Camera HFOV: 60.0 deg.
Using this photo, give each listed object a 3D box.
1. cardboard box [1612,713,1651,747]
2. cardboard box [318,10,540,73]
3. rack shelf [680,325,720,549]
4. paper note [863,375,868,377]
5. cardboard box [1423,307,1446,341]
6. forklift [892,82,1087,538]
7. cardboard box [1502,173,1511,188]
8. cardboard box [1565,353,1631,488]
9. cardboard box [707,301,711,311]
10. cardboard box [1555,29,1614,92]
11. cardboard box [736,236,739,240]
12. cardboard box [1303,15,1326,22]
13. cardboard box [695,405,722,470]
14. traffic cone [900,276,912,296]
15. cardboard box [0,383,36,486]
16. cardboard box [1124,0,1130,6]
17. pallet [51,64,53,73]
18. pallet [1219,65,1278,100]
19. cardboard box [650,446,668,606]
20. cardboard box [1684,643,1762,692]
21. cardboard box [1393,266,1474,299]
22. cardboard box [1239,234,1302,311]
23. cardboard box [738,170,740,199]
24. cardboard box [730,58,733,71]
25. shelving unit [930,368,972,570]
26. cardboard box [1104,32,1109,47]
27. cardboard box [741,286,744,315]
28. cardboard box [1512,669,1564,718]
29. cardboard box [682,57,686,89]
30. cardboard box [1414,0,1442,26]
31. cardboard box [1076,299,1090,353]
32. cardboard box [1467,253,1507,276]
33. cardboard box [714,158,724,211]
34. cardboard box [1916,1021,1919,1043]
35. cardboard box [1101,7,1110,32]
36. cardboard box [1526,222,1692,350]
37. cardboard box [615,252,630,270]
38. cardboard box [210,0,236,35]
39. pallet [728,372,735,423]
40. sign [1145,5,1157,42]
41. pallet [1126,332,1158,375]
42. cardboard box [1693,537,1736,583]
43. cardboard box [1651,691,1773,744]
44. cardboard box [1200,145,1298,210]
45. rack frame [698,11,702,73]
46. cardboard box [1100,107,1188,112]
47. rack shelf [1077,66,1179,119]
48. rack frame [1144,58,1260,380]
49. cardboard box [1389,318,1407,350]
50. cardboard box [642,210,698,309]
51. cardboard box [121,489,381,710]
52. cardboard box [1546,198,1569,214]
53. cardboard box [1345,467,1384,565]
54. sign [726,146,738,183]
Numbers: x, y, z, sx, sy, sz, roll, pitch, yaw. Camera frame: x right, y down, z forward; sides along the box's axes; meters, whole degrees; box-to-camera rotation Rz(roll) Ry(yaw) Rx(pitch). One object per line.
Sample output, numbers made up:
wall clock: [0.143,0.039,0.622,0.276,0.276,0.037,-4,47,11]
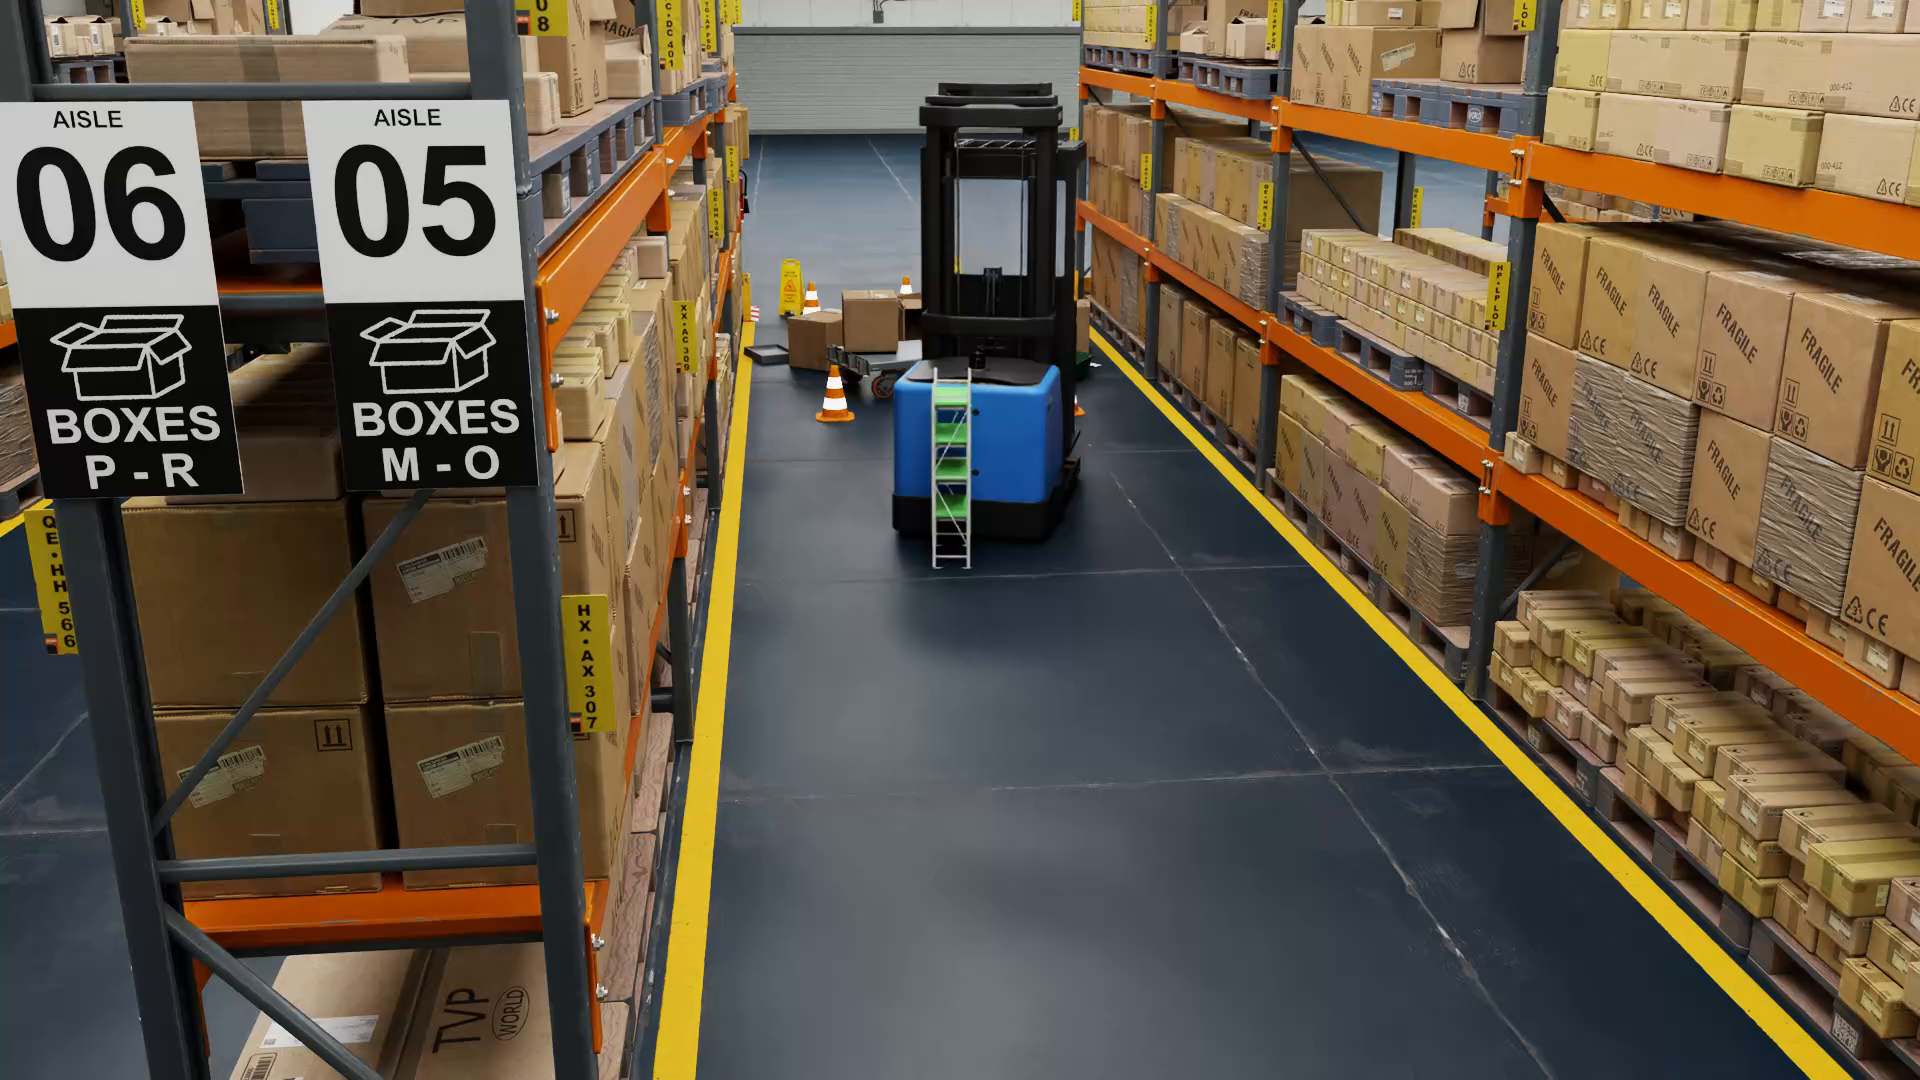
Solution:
cardboard box: [3.046,0.812,7.145,0.380,0.149,0.250,-1,17,-3]
cardboard box: [-1.485,-1.341,4.712,0.500,0.311,0.500,-1,17,-5]
rack shelf: [-1.999,-0.701,9.602,1.077,0.370,4.000,-2,18,-6]
paper note: [-0.976,-1.626,16.304,0.148,0.019,0.142,-2,18,-6]
cardboard box: [2.799,-1.200,9.213,0.380,0.149,0.250,-2,18,-7]
forklift: [0.311,-1.812,12.055,1.130,2.935,3.031,3,18,10]
cardboard box: [6.856,-4.354,19.376,0.875,0.500,0.500,-2,18,-6]
cardboard box: [2.979,-0.518,7.156,0.500,0.500,0.500,-2,18,-6]
cardboard box: [-1.895,-1.426,10.961,0.500,0.250,0.500,-2,18,-8]
cardboard box: [2.932,-2.078,7.198,0.500,0.250,0.500,-1,17,-4]
cardboard box: [-2.561,-3.166,17.809,0.380,0.149,0.250,-1,17,-5]
cardboard box: [2.747,-3.984,13.133,0.500,0.311,0.500,-2,18,-7]
cardboard box: [-2.254,-0.755,12.260,0.950,0.372,0.625,-3,18,-9]
traffic cone: [-0.634,-2.860,19.515,0.336,0.463,0.334,-2,18,-6]
cardboard box: [-7.193,-0.739,11.787,0.875,0.625,0.625,-1,17,-4]
cardboard box: [1.835,-5.355,16.440,0.380,0.149,0.250,-2,18,-5]
pallet: [-7.419,-3.359,12.176,1.003,0.211,1.213,-1,17,-3]
pallet: [2.589,-3.354,12.160,1.213,0.211,1.003,-1,17,-3]
cardboard box: [-1.366,-0.063,6.203,0.500,0.500,0.500,-2,18,-6]
cardboard box: [3.464,0.571,7.414,0.380,0.149,0.250,-1,17,-4]
cardboard box: [2.751,-1.497,9.664,0.380,0.149,0.250,-3,18,-8]
cardboard box: [2.394,-1.996,12.362,0.500,0.500,0.500,-2,18,-6]
cardboard box: [-2.700,-4.060,18.437,0.500,0.500,0.500,-2,18,-7]
cardboard box: [-2.657,-5.164,18.029,0.380,0.149,0.250,-2,18,-5]
shelving unit: [-0.052,-0.461,10.641,0.258,1.200,0.503,0,17,1]
cardboard box: [1.729,-5.278,17.523,0.380,0.149,0.250,-2,18,-6]
cardboard box: [-2.677,-2.672,18.570,0.500,0.250,0.500,-2,18,-6]
cardboard box: [2.866,0.726,7.914,0.380,0.149,0.250,-1,17,-4]
cardboard box: [-1.575,-2.356,8.355,0.380,0.166,0.250,-3,18,-9]
cardboard box: [3.076,-3.402,10.553,0.396,0.266,0.258,-2,18,-6]
cardboard box: [1.115,-2.254,17.518,0.500,0.500,0.500,1,17,4]
cardboard box: [3.346,-1.670,10.214,0.380,0.149,0.250,-1,17,-3]
cardboard box: [-2.342,-3.091,14.650,0.500,0.500,0.500,-2,18,-7]
cardboard box: [3.271,1.570,5.227,0.380,0.149,0.250,-1,17,-5]
cardboard box: [1.784,-5.503,17.575,0.500,0.250,0.500,-2,18,-6]
cardboard box: [2.925,-1.156,7.518,0.500,0.500,0.500,-1,17,-4]
cardboard box: [-1.509,-1.044,6.575,0.380,0.149,0.250,-2,18,-6]
cardboard box: [-7.673,-5.163,16.572,0.700,0.500,0.500,-2,18,-5]
pallet: [-2.536,-1.269,14.867,1.003,0.211,1.213,-2,18,-6]
sign: [1.743,-4.713,15.177,0.100,0.325,0.005,-2,18,-6]
pallet: [2.295,-1.913,16.919,1.003,0.211,1.213,-2,18,-6]
cardboard box: [3.082,0.053,6.421,0.380,0.149,0.250,-1,17,-4]
cardboard box: [3.099,0.746,6.860,0.380,0.149,0.250,-3,18,-8]
cardboard box: [2.459,-3.088,14.169,0.700,0.500,0.500,-2,18,-5]
rack frame: [-2.205,-4.502,10.494,1.000,3.000,0.127,-2,18,-6]
cardboard box: [2.031,-4.520,18.514,0.875,0.550,0.550,-2,18,-6]
rack shelf: [2.089,-4.698,17.328,1.077,0.370,4.000,-2,18,-6]
rack frame: [2.295,-3.015,15.772,1.000,3.000,0.127,-2,18,-6]
cardboard box: [2.745,-1.212,9.748,0.380,0.149,0.250,-1,17,-3]
cardboard box: [-1.741,-1.567,9.324,0.500,0.500,0.500,-2,18,-7]
cardboard box: [-1.667,0.083,4.070,0.500,0.500,0.500,-1,17,-4]
cardboard box: [6.677,-3.667,18.270,0.380,0.149,0.250,-2,18,-6]
cardboard box: [2.692,-0.157,10.143,0.500,0.500,0.500,-2,18,-7]
sign: [-2.066,-3.402,15.073,0.100,0.325,0.005,-2,18,-6]
